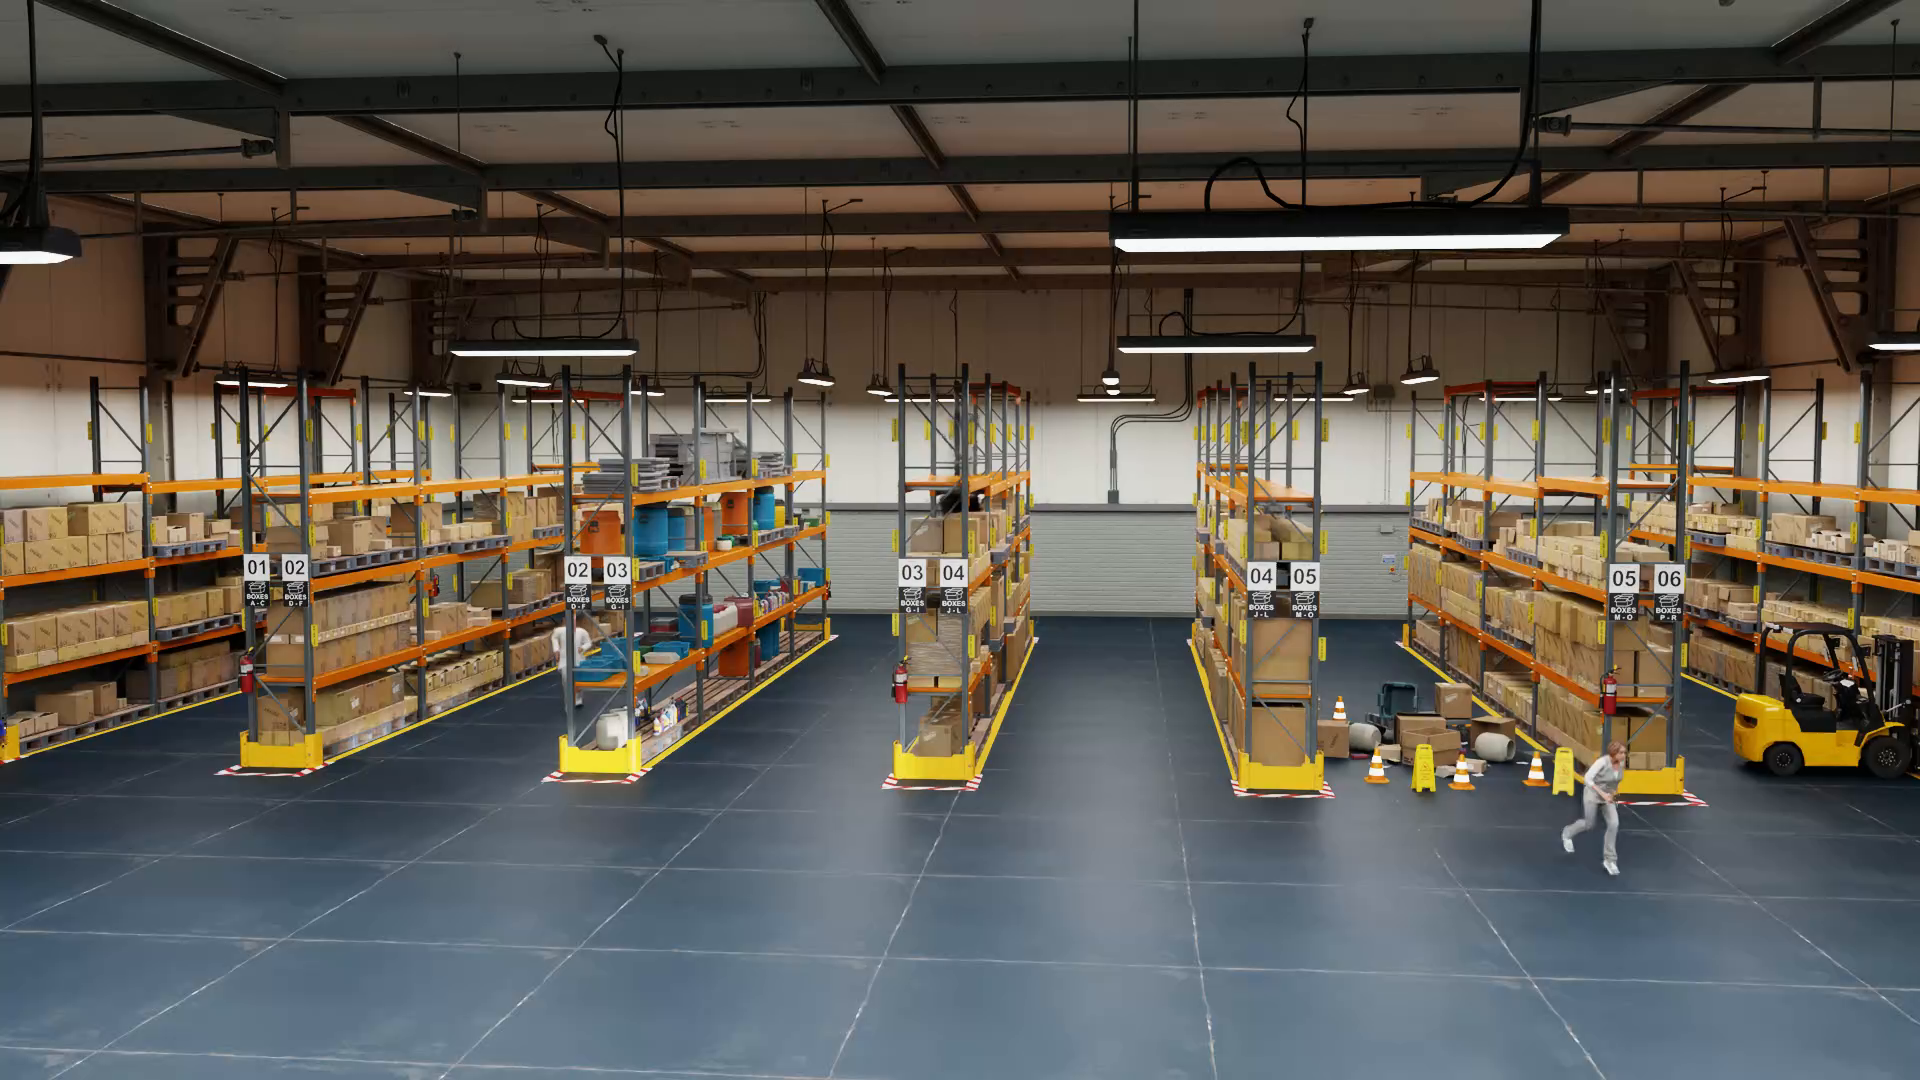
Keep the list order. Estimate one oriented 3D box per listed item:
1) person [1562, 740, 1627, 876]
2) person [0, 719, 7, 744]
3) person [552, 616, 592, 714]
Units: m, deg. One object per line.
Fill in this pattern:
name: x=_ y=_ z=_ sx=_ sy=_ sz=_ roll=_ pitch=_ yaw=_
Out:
person: x=7.332 y=3.026 z=19.234 sx=0.573 sy=1.546 sz=0.917 roll=-2 pitch=4 yaw=-26
person: x=-12.443 y=2.830 z=21.102 sx=0.802 sy=1.661 sz=0.601 roll=2 pitch=4 yaw=31
person: x=-7.008 y=2.222 z=30.068 sx=0.723 sy=1.777 sz=0.994 roll=-1 pitch=4 yaw=-8
